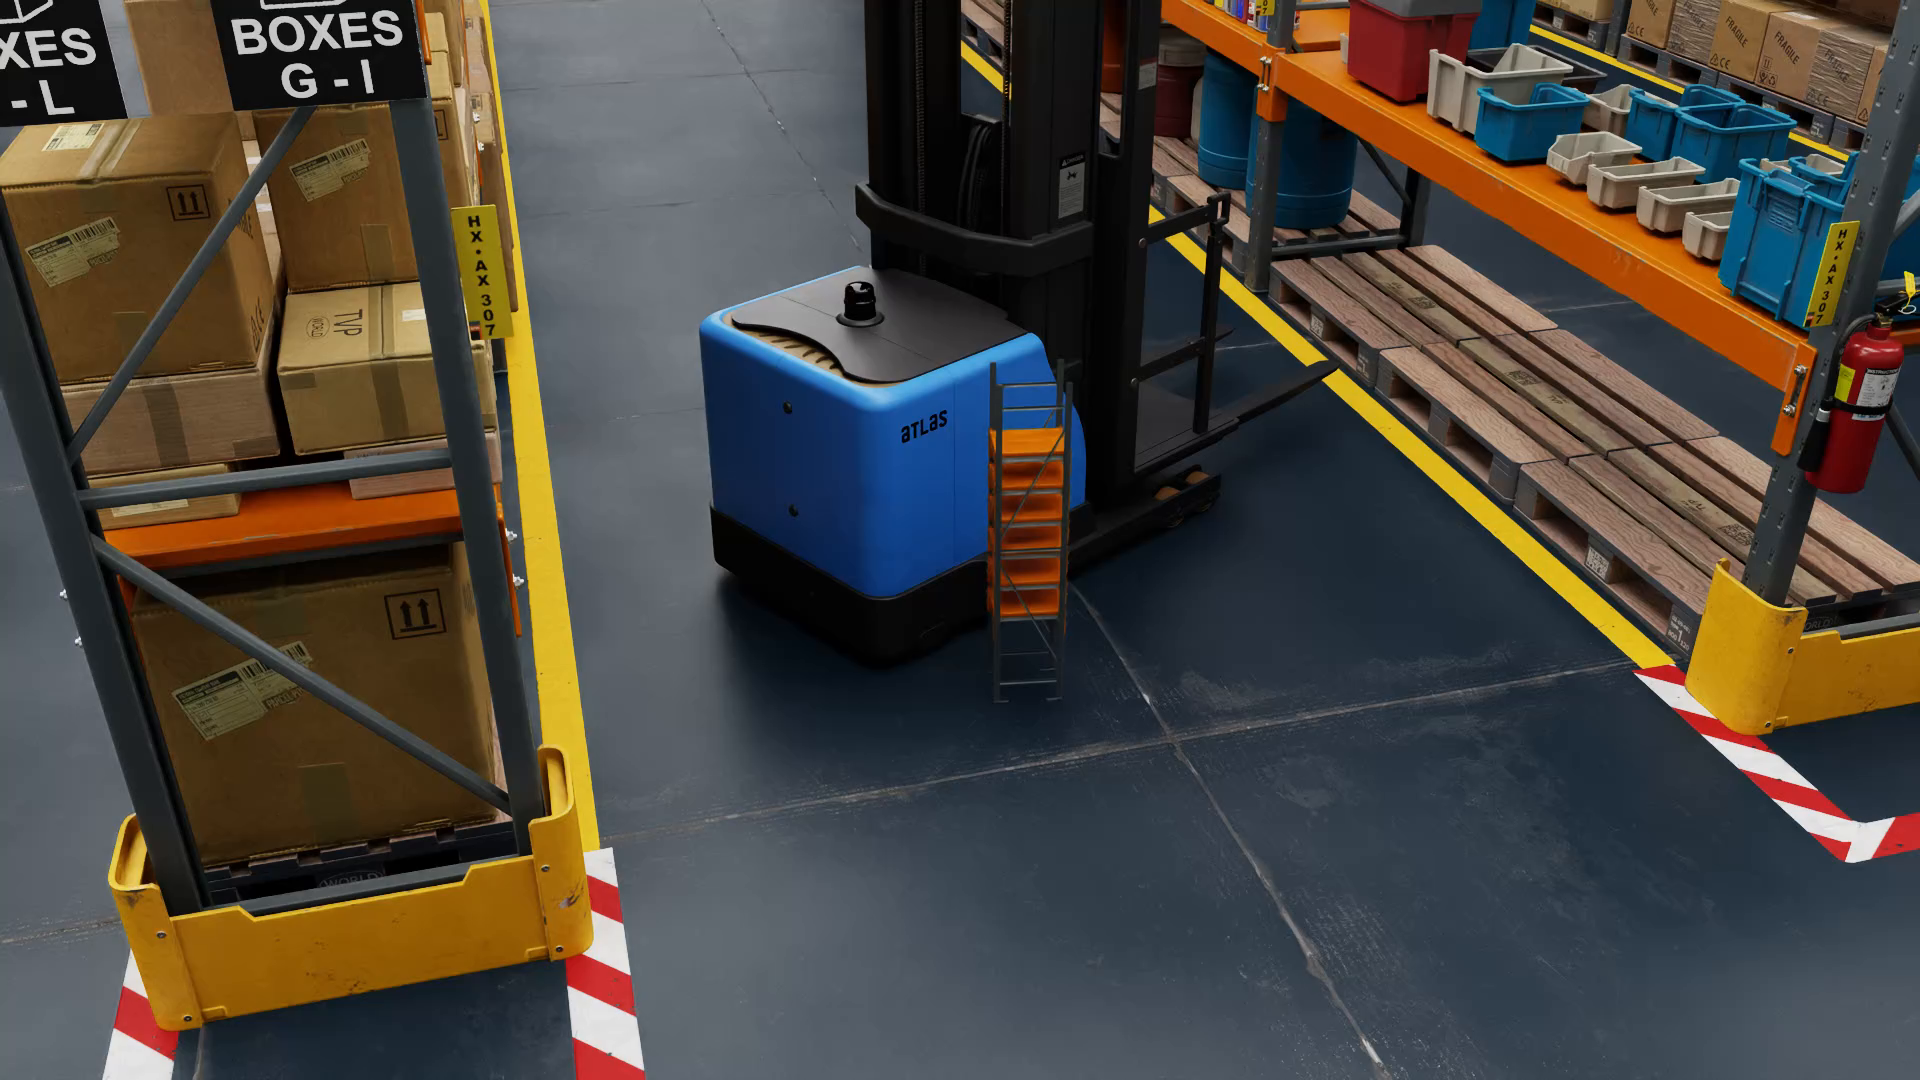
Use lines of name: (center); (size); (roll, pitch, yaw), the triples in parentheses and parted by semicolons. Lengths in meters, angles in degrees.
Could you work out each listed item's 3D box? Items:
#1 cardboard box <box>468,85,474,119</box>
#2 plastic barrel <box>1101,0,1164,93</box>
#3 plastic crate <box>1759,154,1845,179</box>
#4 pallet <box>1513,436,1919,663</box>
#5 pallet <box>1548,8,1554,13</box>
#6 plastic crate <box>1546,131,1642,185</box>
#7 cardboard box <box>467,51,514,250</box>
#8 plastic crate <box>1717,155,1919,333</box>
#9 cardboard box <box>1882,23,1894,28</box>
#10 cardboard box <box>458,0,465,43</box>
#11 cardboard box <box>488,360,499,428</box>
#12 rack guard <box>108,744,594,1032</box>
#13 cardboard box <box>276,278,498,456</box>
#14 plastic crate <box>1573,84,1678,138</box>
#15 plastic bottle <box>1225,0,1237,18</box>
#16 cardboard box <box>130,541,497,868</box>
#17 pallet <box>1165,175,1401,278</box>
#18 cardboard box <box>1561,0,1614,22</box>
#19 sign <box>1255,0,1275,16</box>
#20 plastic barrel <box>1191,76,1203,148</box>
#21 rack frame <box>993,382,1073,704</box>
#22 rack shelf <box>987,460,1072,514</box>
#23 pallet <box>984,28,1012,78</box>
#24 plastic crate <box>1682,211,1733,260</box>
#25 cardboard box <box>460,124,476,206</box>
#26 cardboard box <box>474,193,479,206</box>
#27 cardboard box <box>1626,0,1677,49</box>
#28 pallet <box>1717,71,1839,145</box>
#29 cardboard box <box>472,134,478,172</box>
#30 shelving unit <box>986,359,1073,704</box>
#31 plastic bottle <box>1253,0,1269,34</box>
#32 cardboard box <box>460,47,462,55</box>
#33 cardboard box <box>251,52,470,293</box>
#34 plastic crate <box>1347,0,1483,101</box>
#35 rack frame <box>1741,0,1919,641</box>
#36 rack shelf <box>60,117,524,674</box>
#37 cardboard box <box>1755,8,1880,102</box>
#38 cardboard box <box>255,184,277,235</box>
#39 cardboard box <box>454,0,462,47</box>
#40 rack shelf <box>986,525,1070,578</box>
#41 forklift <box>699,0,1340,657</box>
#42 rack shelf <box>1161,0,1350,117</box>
cardboard box: (-2.316, -1.861, 7.222); (0.380, 0.149, 0.250); (-8, 31, -13)
plastic barrel: (1.147, -3.673, 11.848); (0.600, 0.830, 0.708); (-8, 31, -13)
plastic crate: (3.191, -1.369, 6.324); (0.250, 0.136, 0.298); (-8, 31, -13)
pallet: (2.943, 0.003, 6.534); (1.003, 0.211, 1.213); (-8, 31, -13)
pallet: (5.276, -5.105, 15.359); (1.003, 0.211, 1.213); (-8, 31, -13)
plastic crate: (2.476, -1.496, 6.543); (0.298, 0.136, 0.250); (-8, 31, -13)
cardboard box: (-3.140, -2.074, 9.040); (1.225, 0.875, 0.875); (-9, 31, -15)
plastic crate: (2.855, -0.979, 5.351); (0.616, 0.435, 0.499); (-8, 31, -13)
cardboard box: (6.668, -3.262, 11.448); (0.500, 0.500, 0.500); (-7, 31, -13)
cardboard box: (-2.861, -2.857, 8.592); (0.500, 0.500, 0.500); (-9, 31, -14)
cardboard box: (-1.497, -0.372, 4.649); (0.380, 0.149, 0.250); (-8, 31, -14)
rack guard: (-1.645, 0.952, 4.607); (1.175, 0.500, 0.348); (-8, 31, -13)
cardboard box: (-1.518, -0.473, 4.426); (0.500, 0.250, 0.500); (-9, 31, -15)
plastic crate: (2.814, -1.843, 7.143); (0.293, 0.136, 0.466); (-8, 31, -13)
plastic bottle: (1.549, -3.002, 9.067); (0.152, 0.276, 0.135); (-8, 31, -13)
cardboard box: (-1.898, 0.298, 4.943); (0.875, 0.875, 0.875); (-8, 31, -13)
pallet: (1.898, -1.904, 9.828); (1.003, 0.211, 1.213); (-8, 31, -13)
cardboard box: (5.402, -4.534, 13.915); (0.500, 0.250, 0.500); (-7, 31, -12)
sign: (1.531, -2.780, 8.282); (0.100, 0.325, 0.005); (-8, 31, -13)
plastic barrel: (1.683, -2.729, 10.535); (0.421, 0.512, 0.421); (0, 30, 0)
rack frame: (0.234, 0.036, 5.483); (0.240, 1.200, 0.006); (-3, 29, -5)
rack shelf: (0.225, -0.179, 5.468); (0.258, 0.103, 0.180); (-3, 29, -5)
pallet: (0.832, -3.837, 13.168); (1.003, 0.211, 1.213); (-8, 31, -13)
plastic crate: (2.733, -1.082, 5.828); (0.396, 0.136, 0.243); (-8, 31, -13)
cardboard box: (-1.936, -1.218, 5.713); (0.500, 0.250, 0.500); (-8, 31, -14)
cardboard box: (-1.908, -1.118, 5.937); (0.380, 0.149, 0.250); (-7, 31, -12)
cardboard box: (5.623, -4.172, 13.019); (0.500, 0.500, 0.500); (-7, 31, -11)
pallet: (6.259, -3.160, 11.999); (1.003, 0.211, 1.213); (-8, 31, -13)
cardboard box: (-2.111, -1.489, 6.579); (0.380, 0.149, 0.250); (-7, 31, -12)
shelving unit: (0.226, -0.008, 5.563); (0.258, 1.200, 0.189); (-3, 29, -5)
plastic bottle: (1.646, -2.826, 8.762); (0.152, 0.276, 0.135); (-8, 31, -13)
cardboard box: (-2.343, -1.959, 6.993); (0.500, 0.250, 0.500); (-8, 31, -14)
cardboard box: (-1.651, -1.039, 4.656); (0.500, 0.500, 0.500); (-9, 31, -14)
plastic crate: (2.057, -2.321, 7.643); (0.402, 0.464, 0.583); (-8, 31, -13)
rack frame: (3.124, -0.800, 5.138); (1.000, 3.000, 0.127); (-8, 31, -13)
rack shelf: (-2.182, -0.796, 5.850); (1.077, 0.370, 4.000); (-8, 31, -13)
cardboard box: (6.039, -3.425, 11.730); (0.500, 0.500, 0.500); (-9, 31, -15)
cardboard box: (-2.305, -0.895, 5.155); (0.500, 0.250, 0.500); (-9, 31, -15)
cardboard box: (-2.333, -2.276, 6.791); (0.500, 0.500, 0.500); (-7, 31, -12)
rack shelf: (0.226, 0.031, 5.585); (0.258, 0.103, 0.180); (-3, 29, -5)
forklift: (0.448, -1.486, 6.391); (3.031, 2.935, 1.130); (-26, 39, -37)
rack shelf: (1.531, -3.387, 10.325); (1.077, 0.370, 4.000); (-8, 31, -13)
